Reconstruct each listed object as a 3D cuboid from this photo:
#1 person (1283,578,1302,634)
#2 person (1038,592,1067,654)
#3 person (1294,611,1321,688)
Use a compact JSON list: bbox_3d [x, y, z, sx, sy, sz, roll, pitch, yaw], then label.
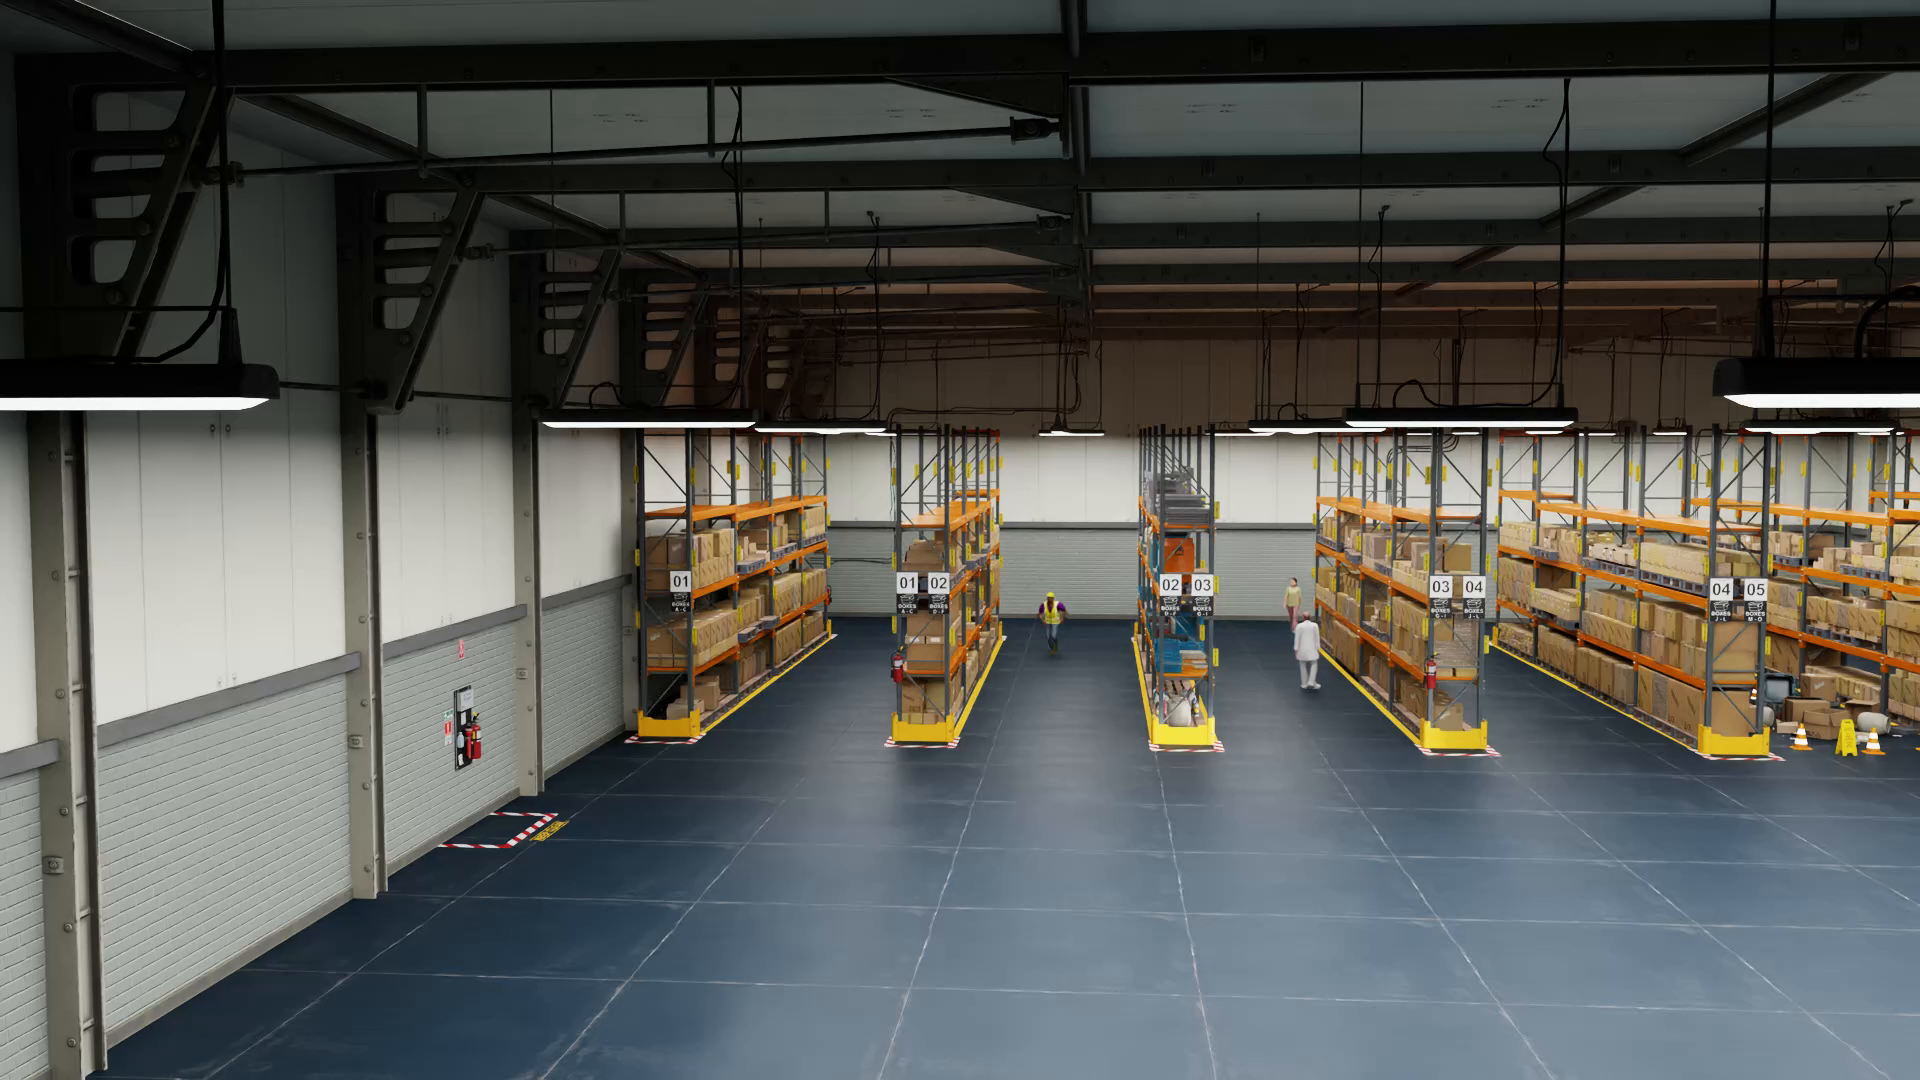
[{"bbox_3d":[9.777,1.923,48.917,0.501,1.607,1.049,2,4,23],"label":"person"},{"bbox_3d":[2.453,2.205,44.087,0.740,1.673,0.684,1,4,15],"label":"person"},{"bbox_3d":[7.951,2.521,38.101,0.614,1.775,0.610,0,3,4],"label":"person"}]
